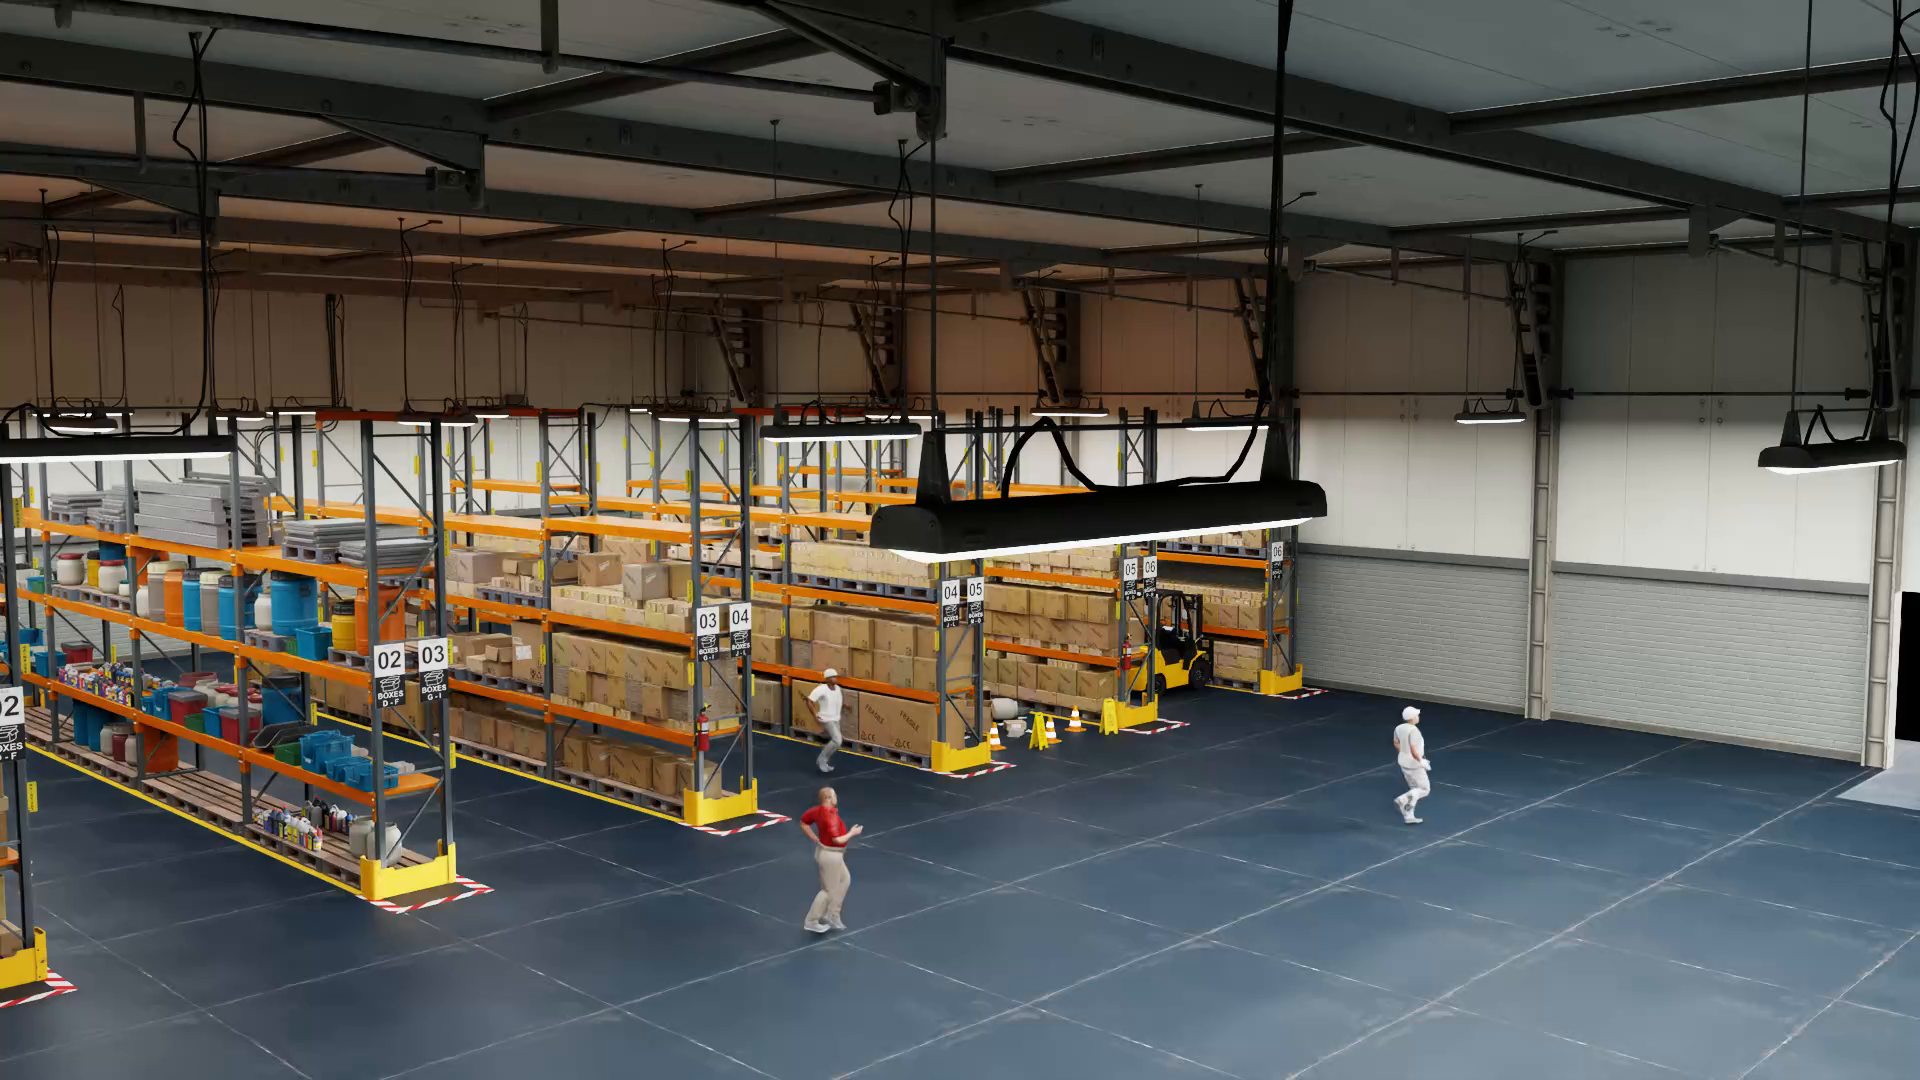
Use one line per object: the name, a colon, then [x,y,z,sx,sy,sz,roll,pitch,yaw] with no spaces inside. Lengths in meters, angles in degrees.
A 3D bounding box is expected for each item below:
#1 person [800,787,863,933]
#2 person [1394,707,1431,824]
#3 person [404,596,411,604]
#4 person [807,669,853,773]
person: [-1.505,3.762,19.459,0.727,1.779,0.640,-2,5,-21]
person: [6.607,3.305,24.412,0.601,1.738,0.658,-1,5,-16]
person: [-12.960,2.049,38.680,0.722,1.714,0.501,0,5,5]
person: [-2.125,3.005,27.717,0.633,1.738,0.700,3,6,29]
